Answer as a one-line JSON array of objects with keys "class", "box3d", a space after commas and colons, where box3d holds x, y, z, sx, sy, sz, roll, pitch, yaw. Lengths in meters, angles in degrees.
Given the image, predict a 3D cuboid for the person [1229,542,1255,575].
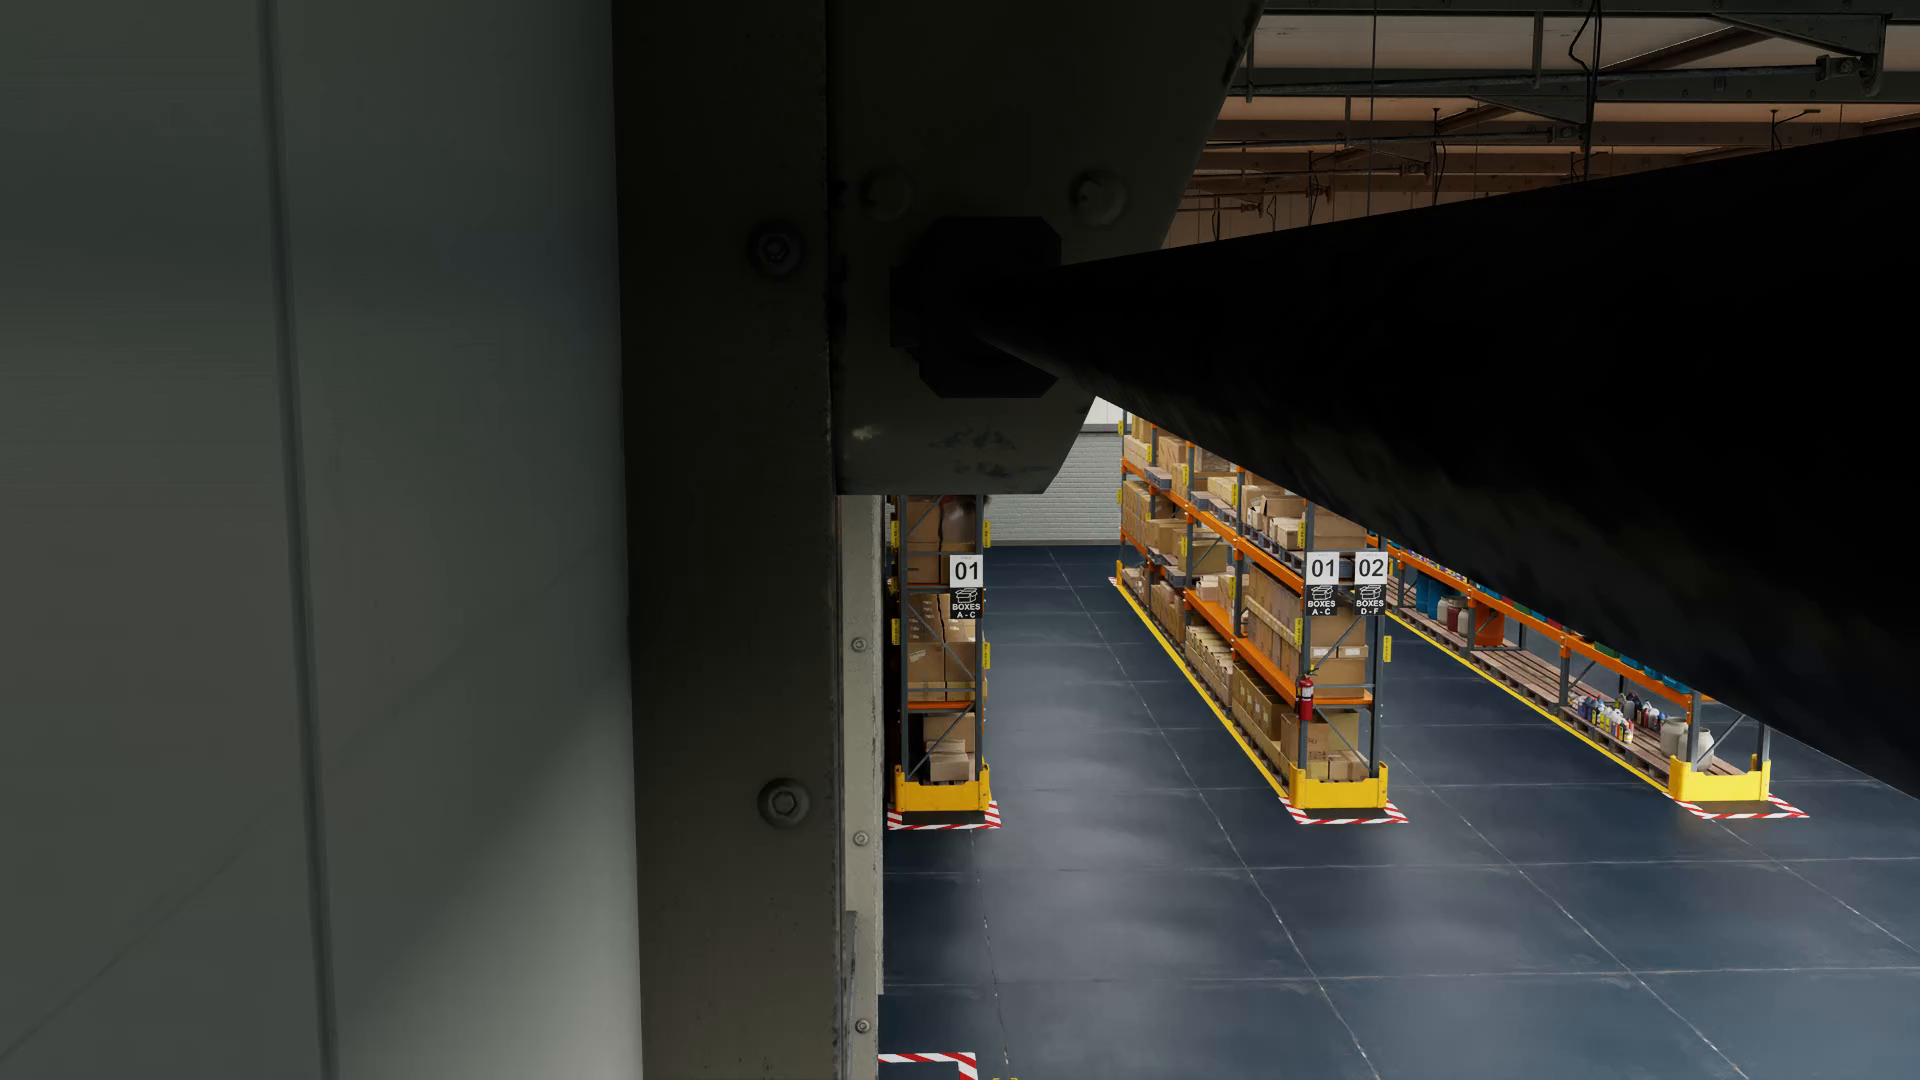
[{"class": "person", "box3d": [6.004, 0.320, 35.382, 0.634, 1.709, 0.613, -3, 9, -19]}]
